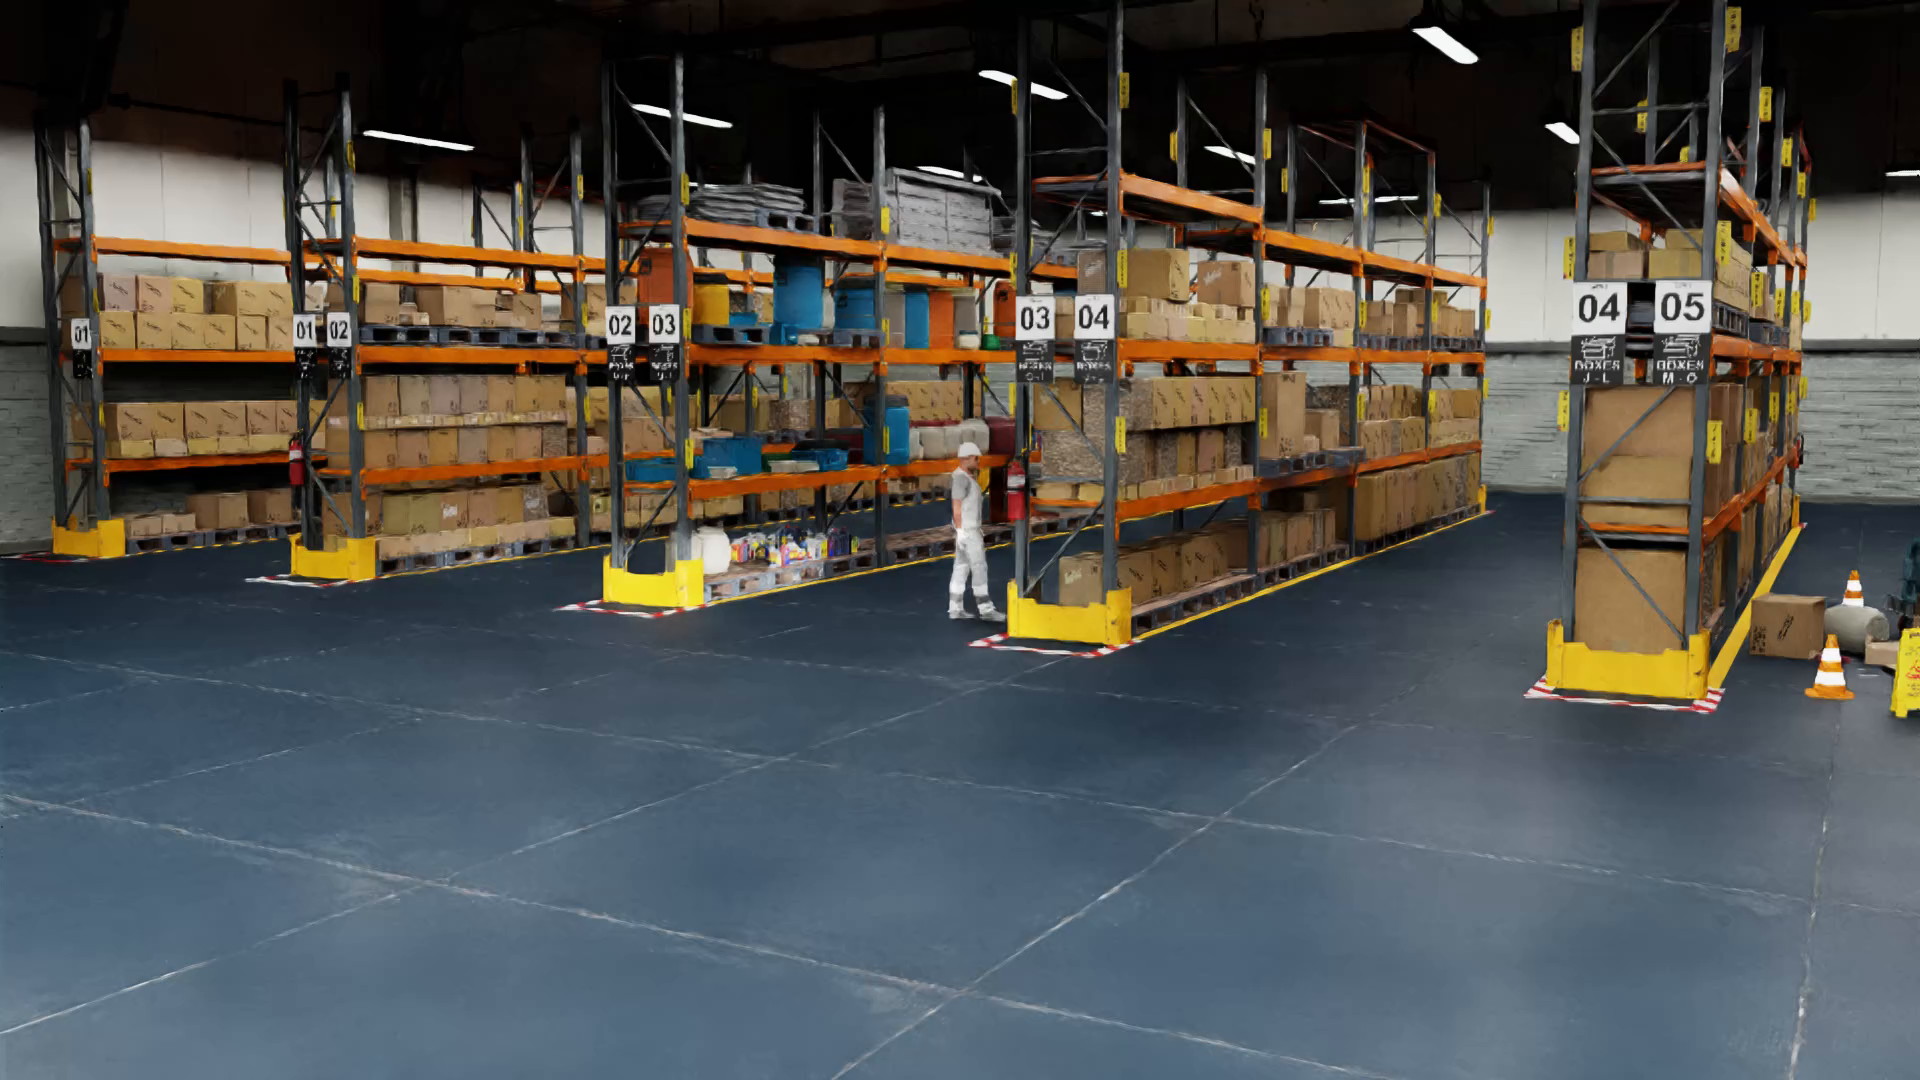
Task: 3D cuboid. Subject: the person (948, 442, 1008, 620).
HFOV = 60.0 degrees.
[{"bbox_3d":[0.184,-0.089,16.737,0.615,1.786,0.664,0,6,1],"label":"person"}]
